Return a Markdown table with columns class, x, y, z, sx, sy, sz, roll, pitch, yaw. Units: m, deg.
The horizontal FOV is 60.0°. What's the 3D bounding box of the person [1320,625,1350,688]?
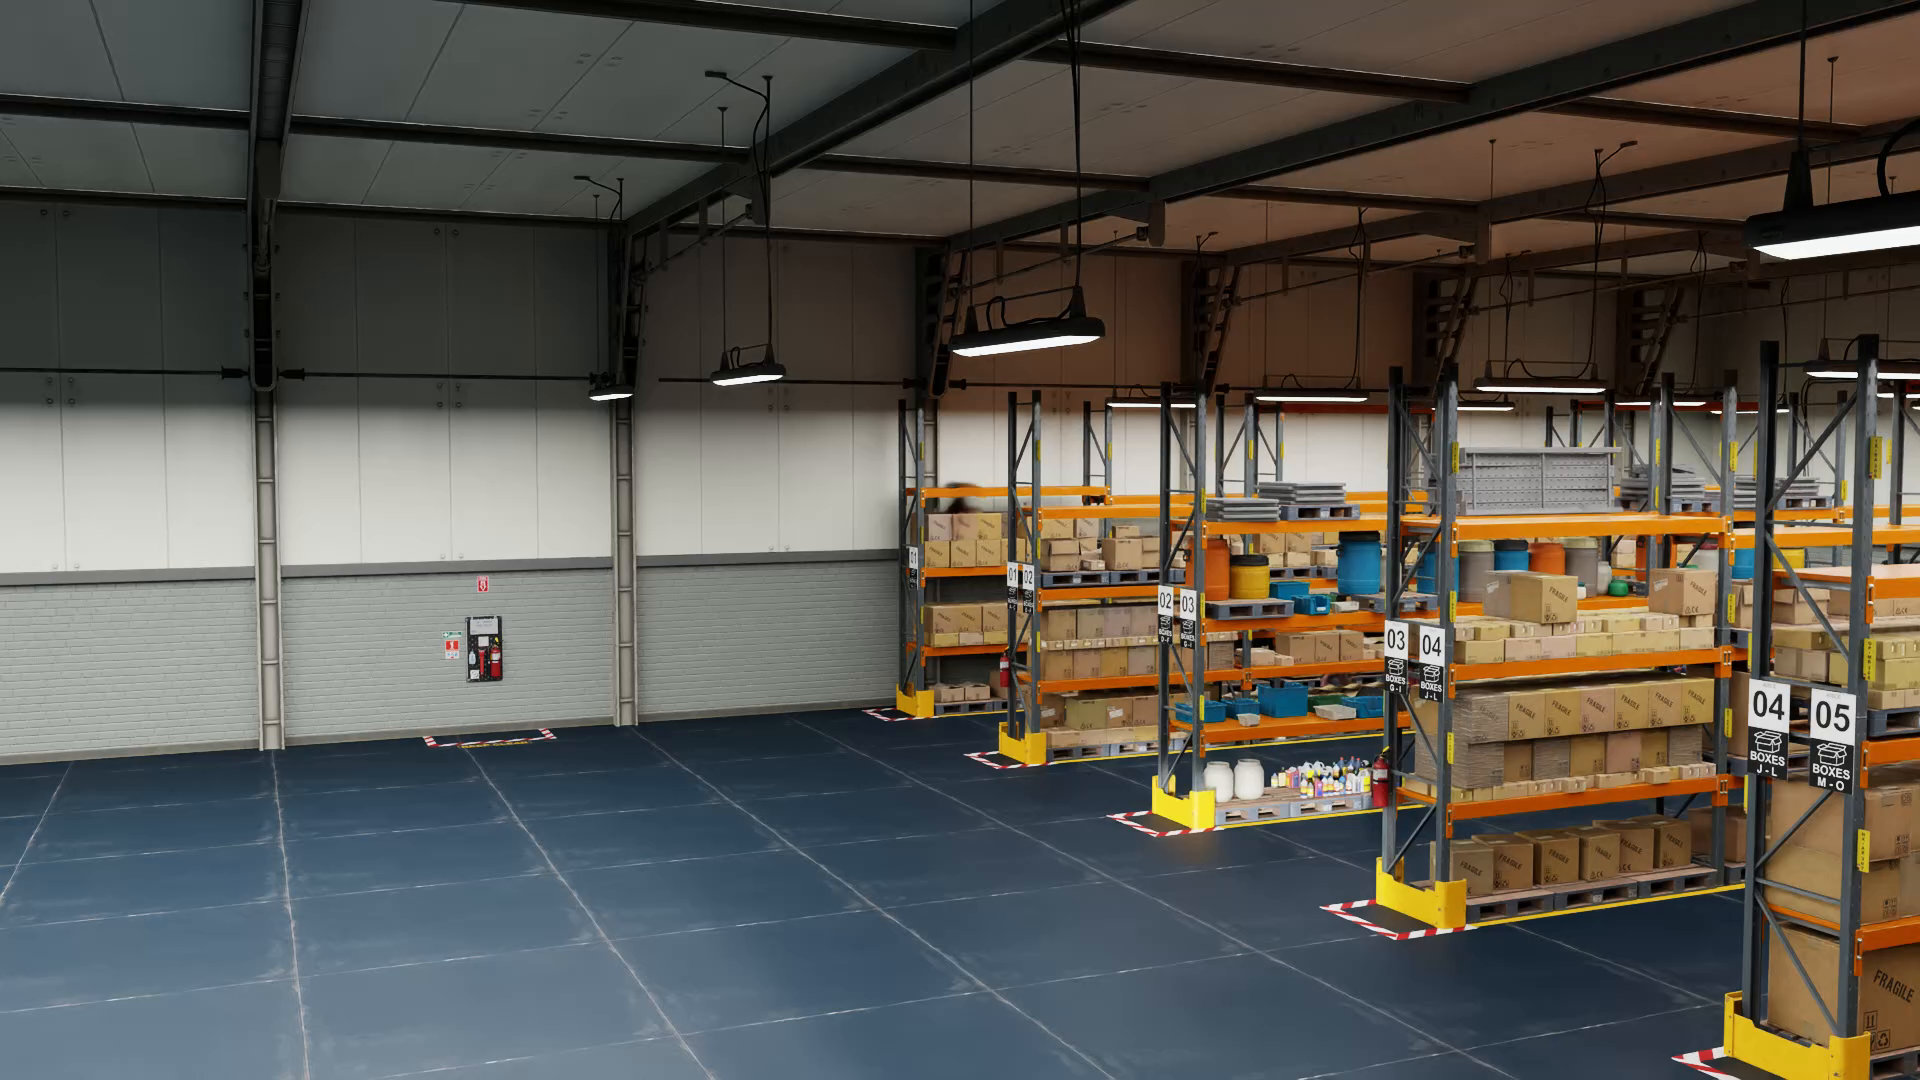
| class | x | y | z | sx | sy | sz | roll | pitch | yaw |
| --- | --- | --- | --- | --- | --- | --- | --- | --- | --- |
| person | 7.327 | 2.457 | 32.421 | 1.064 | 1.620 | 0.472 | -2 | 4 | -27 |
